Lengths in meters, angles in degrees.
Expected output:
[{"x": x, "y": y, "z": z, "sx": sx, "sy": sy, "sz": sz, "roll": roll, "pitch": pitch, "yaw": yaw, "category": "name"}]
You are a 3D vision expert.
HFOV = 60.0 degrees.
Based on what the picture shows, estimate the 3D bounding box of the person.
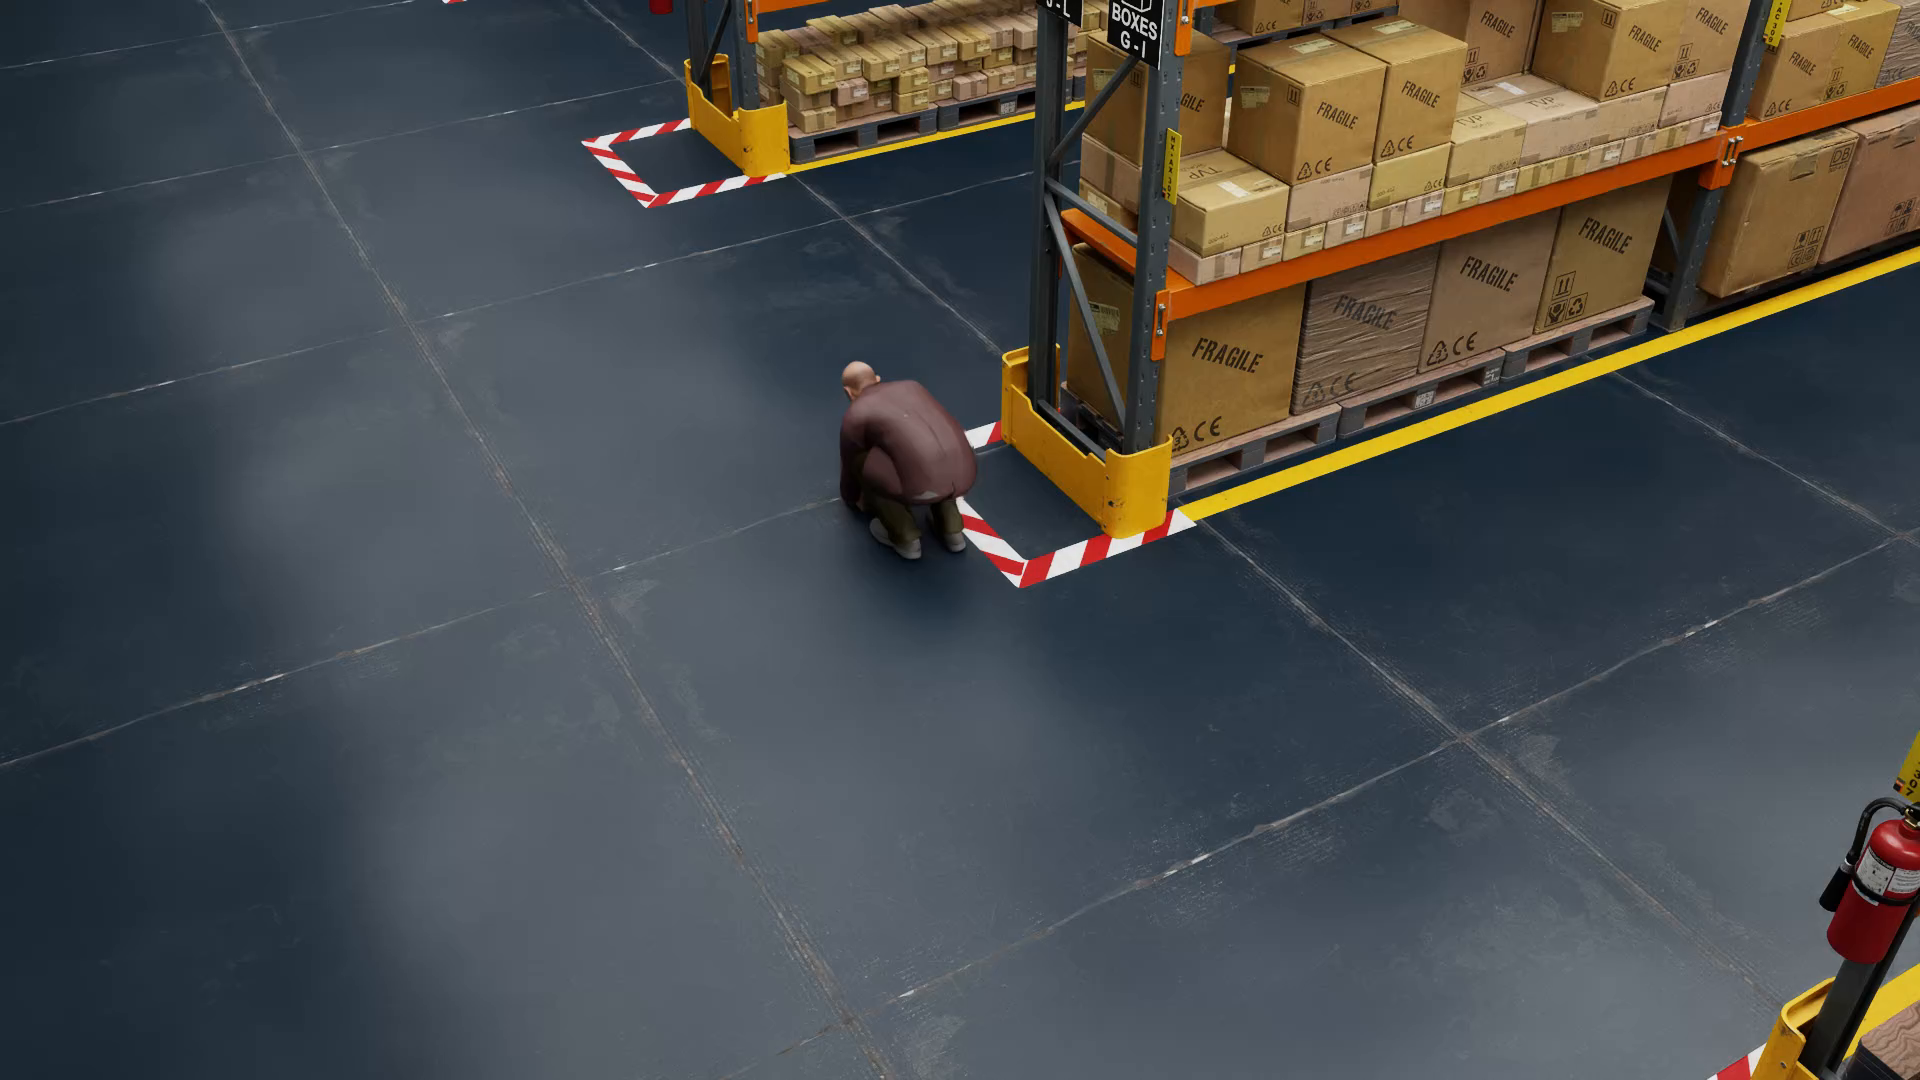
[{"x": -0.274, "y": -0.378, "z": 8.311, "sx": 0.571, "sy": 0.815, "sz": 0.929, "roll": -20, "pitch": 41, "yaw": -25, "category": "person"}]
